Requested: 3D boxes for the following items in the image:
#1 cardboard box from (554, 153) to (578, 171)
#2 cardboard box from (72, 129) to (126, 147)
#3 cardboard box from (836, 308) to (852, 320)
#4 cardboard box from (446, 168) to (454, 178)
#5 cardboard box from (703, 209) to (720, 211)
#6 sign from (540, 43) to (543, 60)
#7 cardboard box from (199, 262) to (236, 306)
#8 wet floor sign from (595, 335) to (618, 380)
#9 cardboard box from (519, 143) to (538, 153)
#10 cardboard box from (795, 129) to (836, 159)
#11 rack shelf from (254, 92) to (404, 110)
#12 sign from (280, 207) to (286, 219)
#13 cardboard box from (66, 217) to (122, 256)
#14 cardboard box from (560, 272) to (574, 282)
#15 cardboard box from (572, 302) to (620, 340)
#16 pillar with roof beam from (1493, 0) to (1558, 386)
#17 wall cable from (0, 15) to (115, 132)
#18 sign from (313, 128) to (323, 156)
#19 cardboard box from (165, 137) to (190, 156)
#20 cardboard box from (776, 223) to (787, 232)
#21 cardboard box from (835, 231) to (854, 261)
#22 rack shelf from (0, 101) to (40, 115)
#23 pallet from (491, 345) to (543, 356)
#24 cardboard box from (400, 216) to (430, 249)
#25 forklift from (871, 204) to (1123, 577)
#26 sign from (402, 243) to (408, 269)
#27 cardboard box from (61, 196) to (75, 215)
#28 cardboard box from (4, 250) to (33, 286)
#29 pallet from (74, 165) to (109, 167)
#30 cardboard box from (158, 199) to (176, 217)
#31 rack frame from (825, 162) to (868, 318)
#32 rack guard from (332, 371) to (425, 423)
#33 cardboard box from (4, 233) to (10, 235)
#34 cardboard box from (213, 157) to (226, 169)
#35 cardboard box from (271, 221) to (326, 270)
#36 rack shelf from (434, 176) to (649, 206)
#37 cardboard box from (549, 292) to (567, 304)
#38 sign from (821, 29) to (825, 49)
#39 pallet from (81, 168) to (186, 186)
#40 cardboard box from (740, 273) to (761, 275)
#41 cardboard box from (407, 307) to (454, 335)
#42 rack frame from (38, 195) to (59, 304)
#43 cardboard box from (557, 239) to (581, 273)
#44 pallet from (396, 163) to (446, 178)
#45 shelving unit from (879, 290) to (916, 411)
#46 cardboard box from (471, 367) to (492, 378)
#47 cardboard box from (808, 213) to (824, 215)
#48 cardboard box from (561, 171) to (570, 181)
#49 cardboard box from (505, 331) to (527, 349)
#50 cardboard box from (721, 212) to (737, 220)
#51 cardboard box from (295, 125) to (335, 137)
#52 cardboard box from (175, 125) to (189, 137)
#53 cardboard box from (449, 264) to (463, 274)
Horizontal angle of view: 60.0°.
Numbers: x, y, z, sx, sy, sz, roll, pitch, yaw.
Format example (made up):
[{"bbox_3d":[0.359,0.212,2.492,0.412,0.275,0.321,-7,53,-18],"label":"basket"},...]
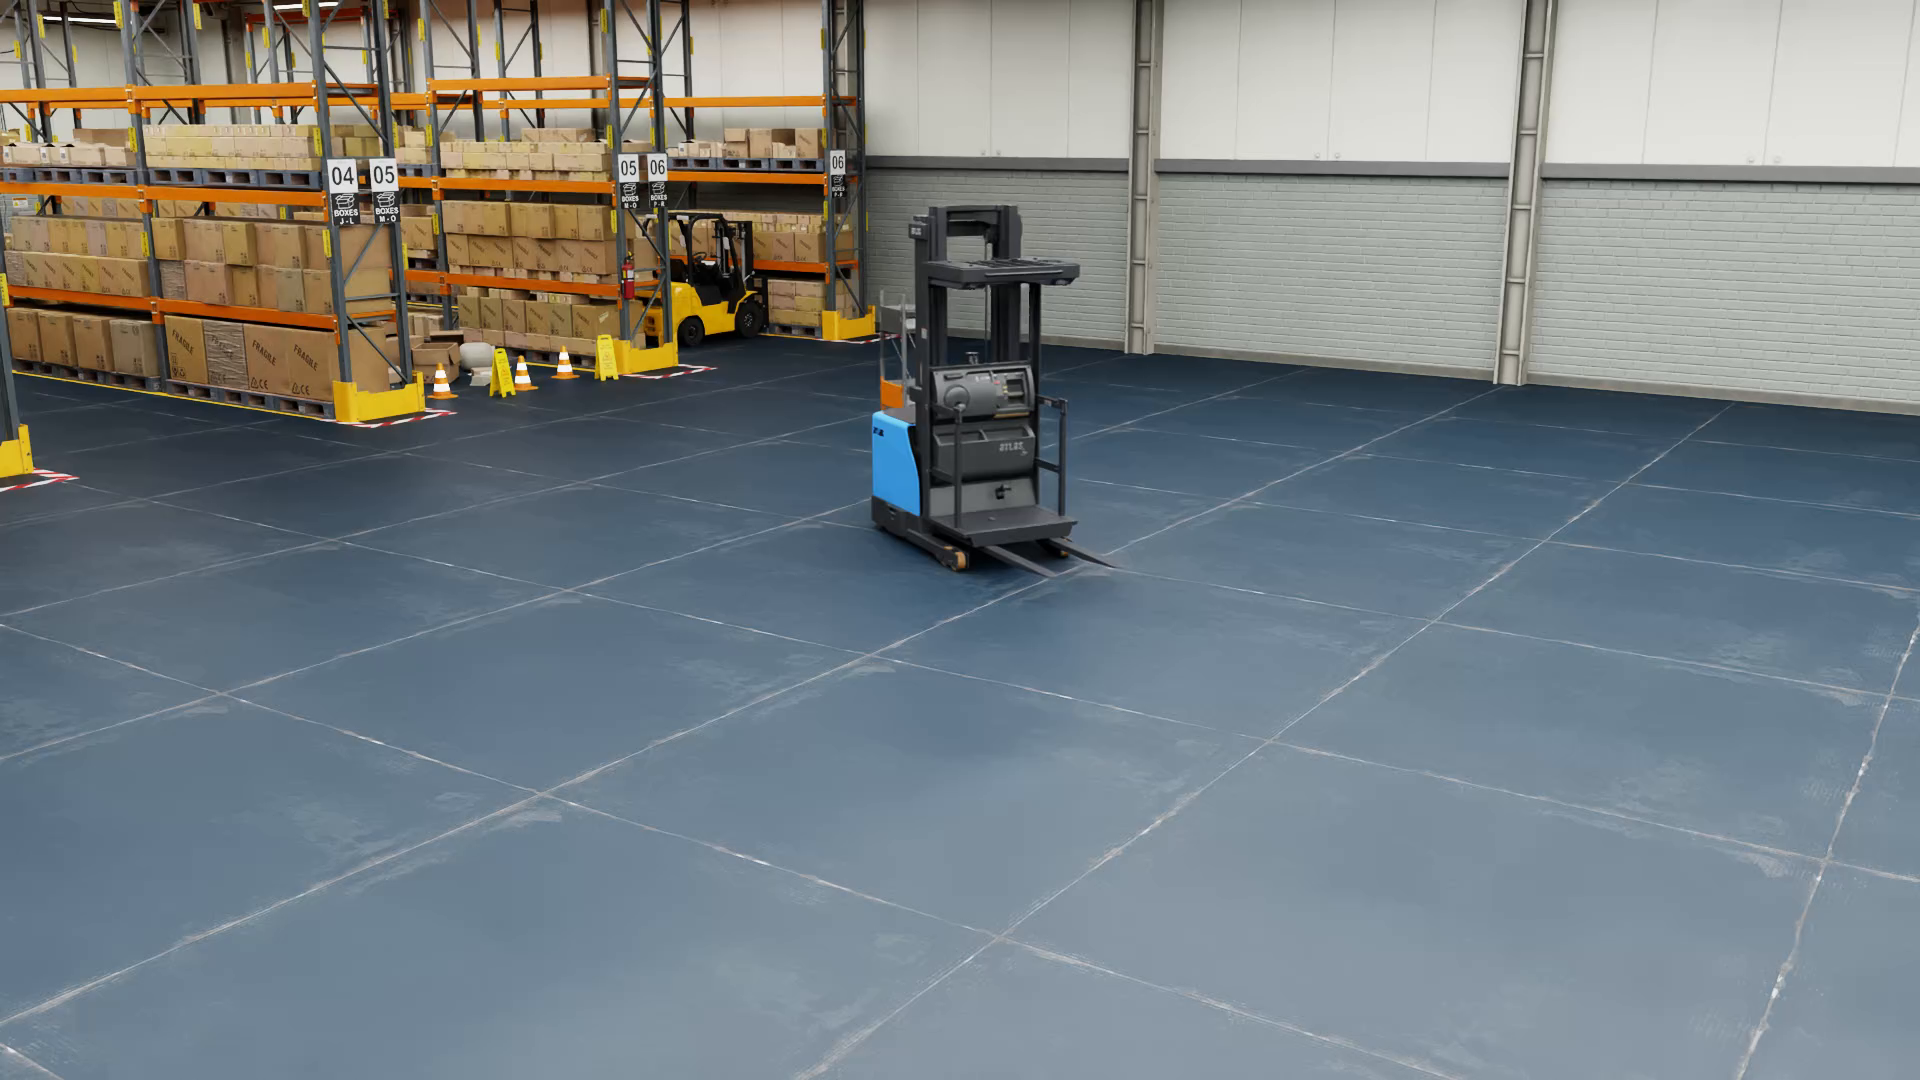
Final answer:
[{"bbox_3d":[-5.723,-5.668,24.926,0.500,0.250,0.500,9,16,32],"label":"cardboard box"},{"bbox_3d":[-12.457,-5.707,24.101,0.500,0.500,0.500,9,17,33],"label":"cardboard box"},{"bbox_3d":[-2.270,-4.019,29.664,0.500,0.250,0.500,9,17,33],"label":"cardboard box"},{"bbox_3d":[-7.935,-5.833,26.427,0.250,0.149,0.380,9,16,32],"label":"cardboard box"},{"bbox_3d":[-4.672,-6.065,30.902,0.250,0.149,0.380,9,16,31],"label":"cardboard box"},{"bbox_3d":[-8.303,-9.671,32.891,0.005,0.325,0.100,9,17,33],"label":"sign"},{"bbox_3d":[-9.573,-3.451,22.210,0.550,0.550,0.875,9,17,33],"label":"cardboard box"},{"bbox_3d":[-5.179,-2.673,24.278,0.267,0.644,0.232,-10,17,-35],"label":"wet floor sign"},{"bbox_3d":[-6.476,-5.961,25.283,0.250,0.149,0.380,10,17,34],"label":"cardboard box"},{"bbox_3d":[-2.475,-6.813,28.569,0.500,0.500,0.500,10,17,35],"label":"cardboard box"},{"bbox_3d":[-13.589,-9.484,35.911,4.000,0.370,1.077,9,17,33],"label":"rack shelf"},{"bbox_3d":[-11.684,-5.578,28.706,0.005,0.325,0.100,9,17,33],"label":"sign"},{"bbox_3d":[-12.418,-4.394,24.043,0.500,0.500,0.700,9,17,32],"label":"cardboard box"},{"bbox_3d":[-5.872,-4.019,25.340,0.250,0.149,0.380,10,17,34],"label":"cardboard box"},{"bbox_3d":[-5.549,-3.343,25.374,0.500,0.500,0.500,9,17,33],"label":"cardboard box"},{"bbox_3d":[5.508,-5.762,19.374,0.400,9.000,9.100,9,17,33],"label":"pillar with roof beam"},{"bbox_3d":[-20.885,-10.537,38.585,0.133,3.039,2.988,9,17,33],"label":"wall cable"},{"bbox_3d":[-7.732,-4.795,20.031,0.005,0.325,0.100,9,17,33],"label":"sign"},{"bbox_3d":[-10.068,-5.182,21.882,0.500,0.250,0.500,9,17,32],"label":"cardboard box"},{"bbox_3d":[-3.025,-5.510,29.280,0.250,0.149,0.380,9,17,32],"label":"cardboard box"},{"bbox_3d":[-2.228,-5.215,29.440,0.500,0.500,0.500,10,17,35],"label":"cardboard box"},{"bbox_3d":[-15.716,-6.764,25.749,4.000,0.370,1.077,9,17,33],"label":"rack shelf"},{"bbox_3d":[-7.481,-3.154,27.127,1.213,0.211,1.003,9,17,33],"label":"pallet"},{"bbox_3d":[-8.982,-5.070,27.362,0.500,0.500,0.500,9,17,33],"label":"cardboard box"},{"bbox_3d":[0.302,-1.285,13.916,1.130,2.935,3.031,-7,16,-26],"label":"forklift"},{"bbox_3d":[-7.103,-3.623,21.248,0.005,0.325,0.100,9,17,33],"label":"sign"},{"bbox_3d":[-17.344,-6.545,32.732,0.500,0.500,0.500,9,16,31],"label":"cardboard box"},{"bbox_3d":[-13.834,-4.061,24.780,0.500,0.500,0.500,9,17,33],"label":"cardboard box"},{"bbox_3d":[-16.378,-7.352,32.224,1.213,0.211,1.003,9,17,33],"label":"pallet"},{"bbox_3d":[-14.492,-6.081,30.859,0.500,0.500,0.500,9,17,33],"label":"cardboard box"},{"bbox_3d":[-1.972,-5.045,28.960,0.127,3.000,1.000,9,17,33],"label":"rack frame"},{"bbox_3d":[-7.398,-1.837,21.206,0.348,0.500,1.175,9,17,33],"label":"rack guard"},{"bbox_3d":[-14.976,-4.703,25.991,0.250,0.149,0.380,8,16,30],"label":"cardboard box"},{"bbox_3d":[-9.362,-4.856,21.397,0.250,0.149,0.380,9,17,34],"label":"cardboard box"},{"bbox_3d":[-8.212,-3.764,21.226,0.550,0.550,0.875,9,17,33],"label":"cardboard box"},{"bbox_3d":[-6.399,-5.430,25.770,4.000,0.370,1.077,9,17,33],"label":"rack shelf"},{"bbox_3d":[-6.098,-3.728,25.579,0.250,0.149,0.380,10,17,34],"label":"cardboard box"},{"bbox_3d":[-2.287,-8.342,27.688,0.005,0.325,0.100,9,17,33],"label":"sign"},{"bbox_3d":[-11.525,-5.067,23.205,1.217,0.209,0.805,8,16,31],"label":"pallet"},{"bbox_3d":[-3.934,-4.773,30.629,0.500,0.250,0.500,9,17,33],"label":"cardboard box"},{"bbox_3d":[-9.093,-3.685,28.061,0.625,0.372,0.950,10,17,36],"label":"cardboard box"},{"bbox_3d":[-18.015,-6.200,33.628,0.127,3.000,1.000,9,17,33],"label":"rack frame"},{"bbox_3d":[-5.756,-4.333,25.259,0.500,0.500,0.500,9,17,33],"label":"cardboard box"},{"bbox_3d":[-8.511,-6.060,27.209,1.003,0.211,1.213,9,17,33],"label":"pallet"},{"bbox_3d":[-0.455,-1.267,15.573,0.431,2.100,0.503,-7,16,-26],"label":"shelving unit"},{"bbox_3d":[-6.953,-2.444,24.385,0.380,0.149,0.250,-7,15,-25],"label":"cardboard box"},{"bbox_3d":[-2.557,-5.715,29.489,0.250,0.149,0.380,10,17,34],"label":"cardboard box"},{"bbox_3d":[-5.790,-5.497,25.068,0.250,0.149,0.380,9,17,33],"label":"cardboard box"},{"bbox_3d":[-6.828,-3.187,26.304,0.500,0.250,0.500,9,16,32],"label":"cardboard box"},{"bbox_3d":[-4.079,-5.830,29.956,0.250,0.149,0.380,9,17,33],"label":"cardboard box"},{"bbox_3d":[-7.887,-5.005,20.339,0.250,0.149,0.380,9,17,33],"label":"cardboard box"},{"bbox_3d":[-9.992,-5.345,21.714,0.250,0.149,0.380,9,16,32],"label":"cardboard box"},{"bbox_3d":[-7.976,-4.363,26.728,0.250,0.149,0.380,9,17,33],"label":"cardboard box"}]
